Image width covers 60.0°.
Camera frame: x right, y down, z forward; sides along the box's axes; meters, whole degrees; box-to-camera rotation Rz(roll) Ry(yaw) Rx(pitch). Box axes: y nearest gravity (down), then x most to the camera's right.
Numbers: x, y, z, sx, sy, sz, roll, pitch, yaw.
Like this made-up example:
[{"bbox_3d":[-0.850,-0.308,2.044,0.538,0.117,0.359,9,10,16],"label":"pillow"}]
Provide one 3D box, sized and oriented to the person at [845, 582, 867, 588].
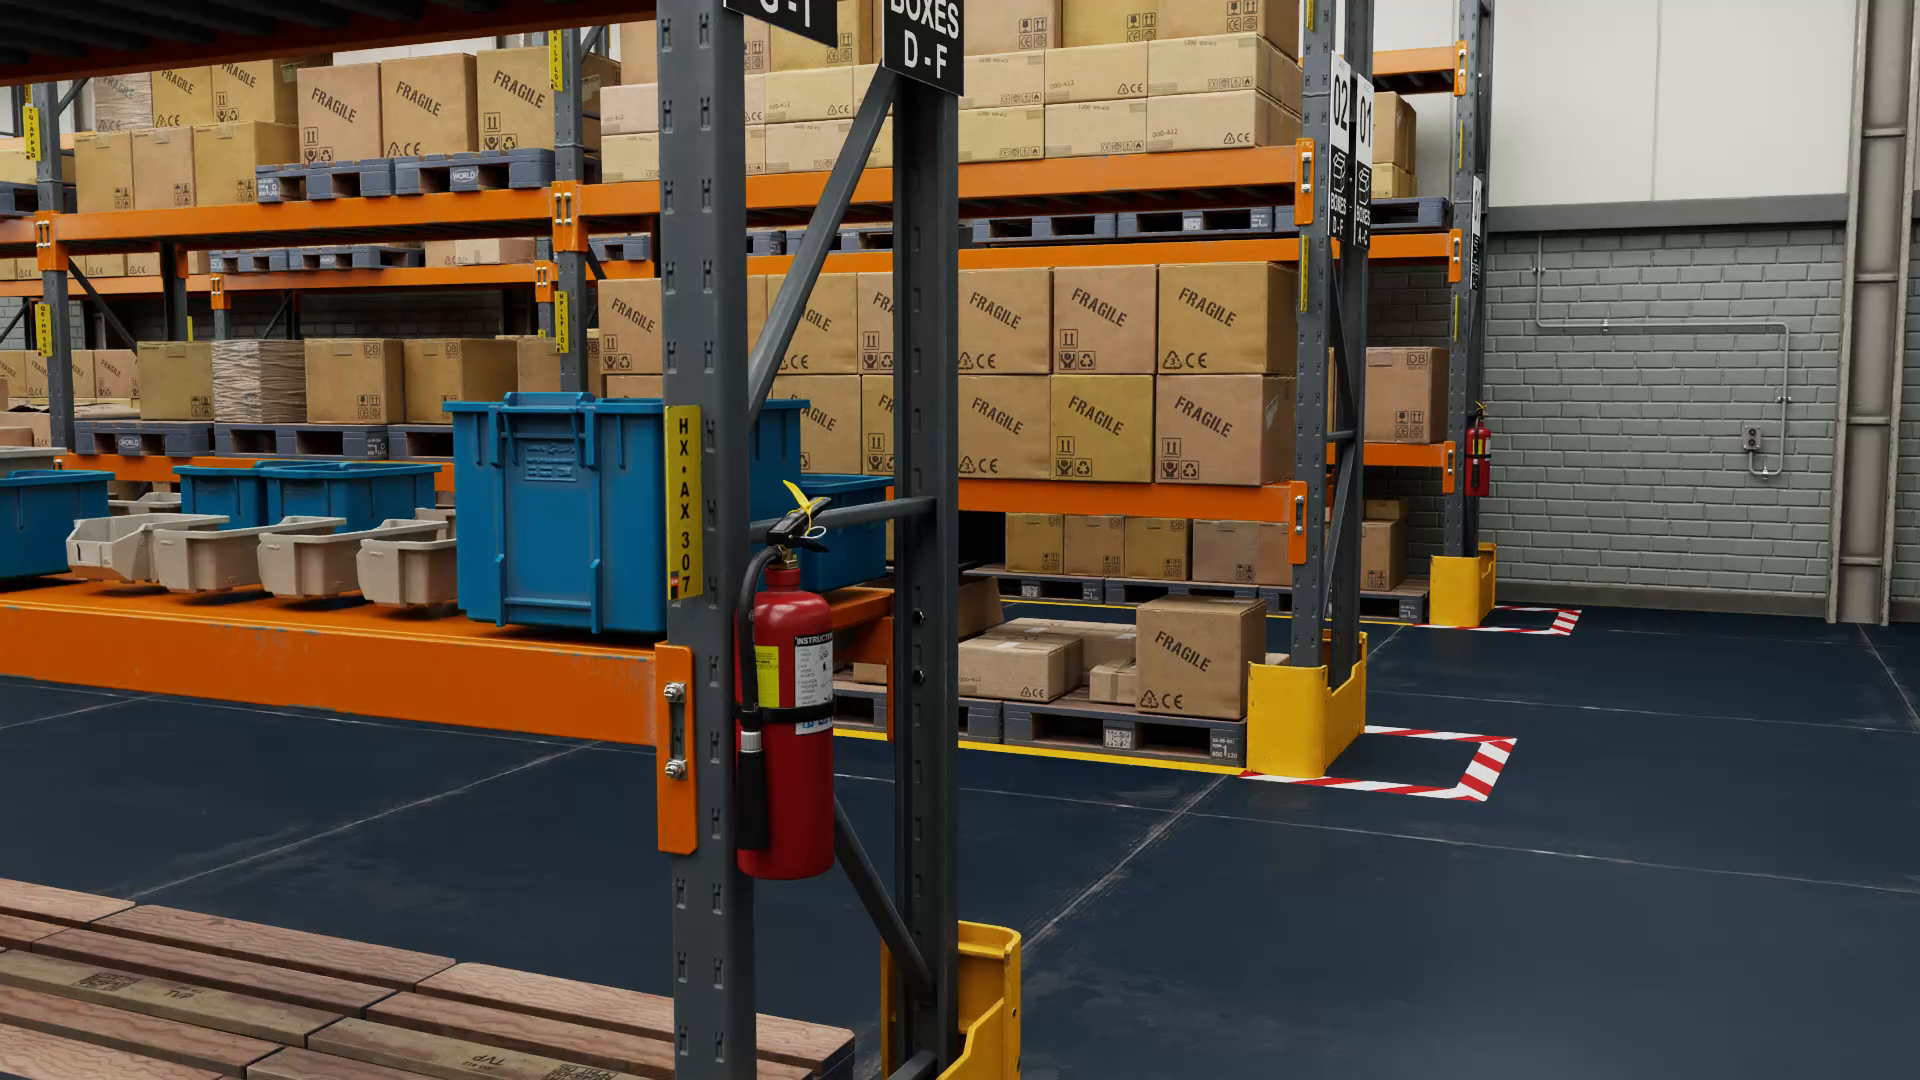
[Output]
[{"bbox_3d":[-0.994,0.272,10.790,0.804,0.938,0.472,2,6,20],"label":"person"}]
